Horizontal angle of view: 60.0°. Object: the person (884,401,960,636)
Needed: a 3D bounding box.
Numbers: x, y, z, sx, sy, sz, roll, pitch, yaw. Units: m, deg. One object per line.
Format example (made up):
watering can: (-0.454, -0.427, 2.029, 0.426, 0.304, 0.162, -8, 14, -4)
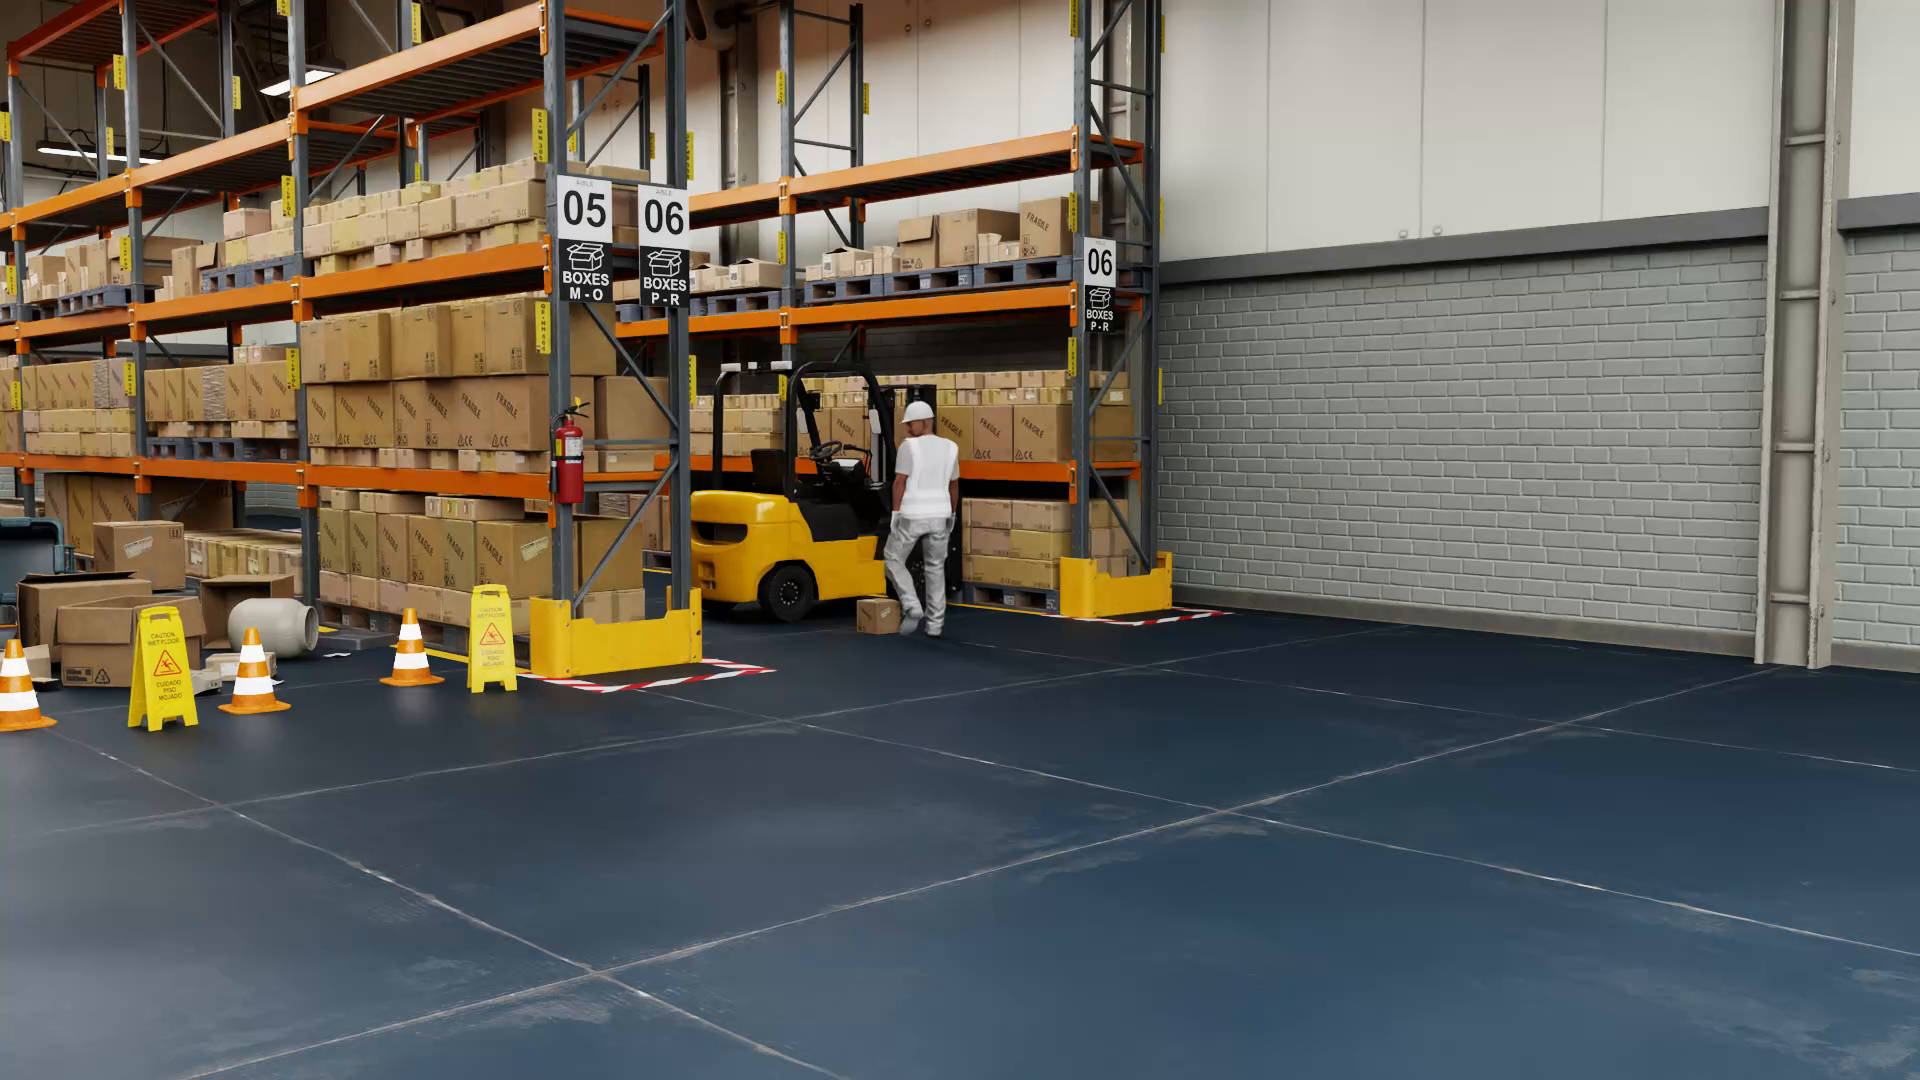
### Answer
person: (-0.263, -0.161, 12.625, 0.622, 1.779, 0.496, -2, 4, -25)
